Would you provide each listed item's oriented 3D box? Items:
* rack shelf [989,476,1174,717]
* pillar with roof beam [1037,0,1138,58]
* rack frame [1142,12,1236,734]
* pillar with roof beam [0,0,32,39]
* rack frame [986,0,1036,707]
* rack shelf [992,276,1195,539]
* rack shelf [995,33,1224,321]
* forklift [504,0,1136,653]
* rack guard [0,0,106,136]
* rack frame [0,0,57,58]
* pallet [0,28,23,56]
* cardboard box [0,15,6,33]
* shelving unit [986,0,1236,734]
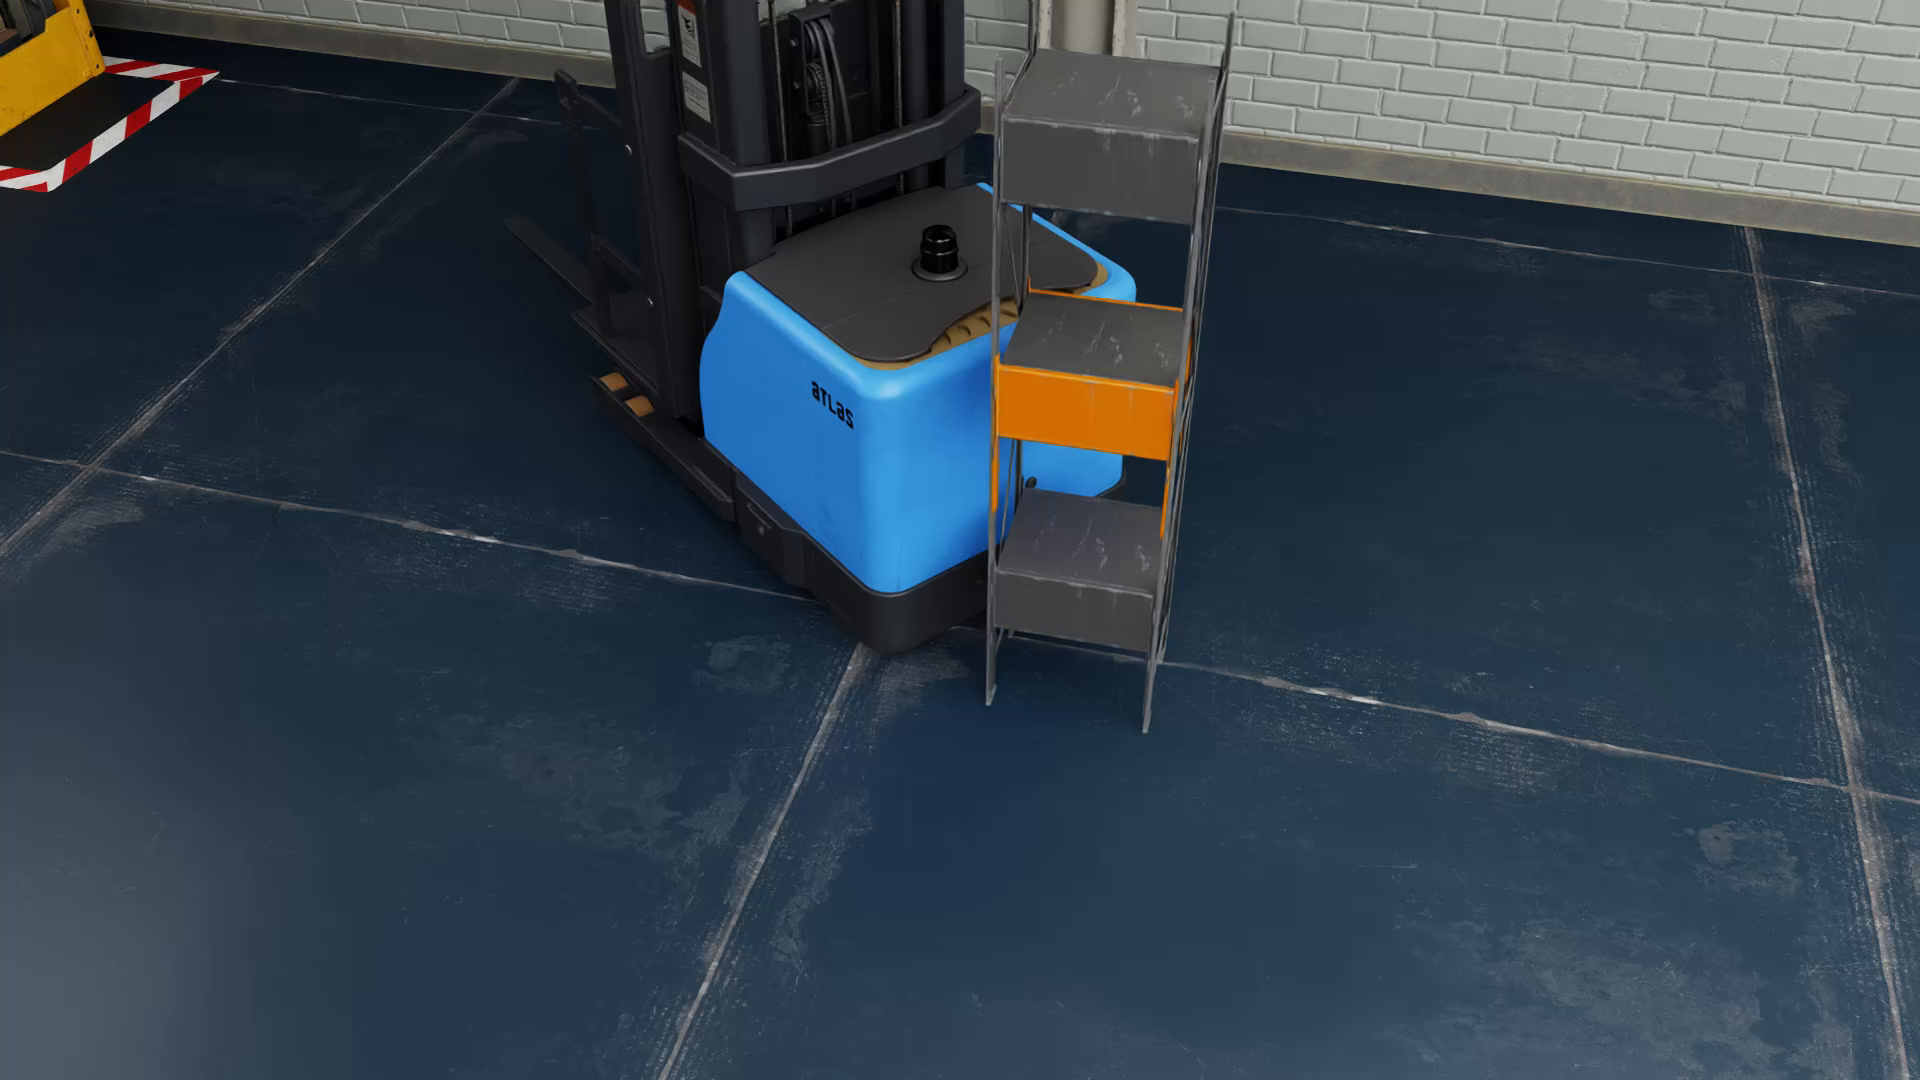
[{"bbox_3d":[0.371,0.169,5.026,0.480,0.518,0.431,9,41,11],"label":"rack shelf"},{"bbox_3d":[-0.536,-2.596,1.844,0.400,9.000,9.100,10,41,11],"label":"pillar with roof beam"},{"bbox_3d":[0.608,-0.340,4.522,0.015,2.100,0.400,9,41,11],"label":"rack frame"},{"bbox_3d":[-6.332,-3.593,3.032,0.400,9.000,9.100,10,41,11],"label":"pillar with roof beam"},{"bbox_3d":[0.134,-0.415,4.612,0.015,2.100,0.400,9,41,11],"label":"rack frame"},{"bbox_3d":[0.371,-0.367,4.576,0.480,0.518,0.431,9,41,11],"label":"rack shelf"},{"bbox_3d":[0.371,-0.903,4.126,0.480,0.518,0.431,9,41,11],"label":"rack shelf"},{"bbox_3d":[-0.740,-1.663,5.452,1.130,2.935,3.031,-26,47,-28],"label":"forklift"},{"bbox_3d":[-4.757,-2.334,8.140,0.348,0.500,1.175,10,41,11],"label":"rack guard"},{"bbox_3d":[-4.780,-3.295,7.341,0.127,3.000,1.000,10,41,11],"label":"rack frame"},{"bbox_3d":[-5.529,-2.328,8.358,1.213,0.211,1.003,10,41,11],"label":"pallet"},{"bbox_3d":[-5.204,-2.606,8.332,0.500,0.250,0.500,10,41,12],"label":"cardboard box"},{"bbox_3d":[0.371,-0.378,4.567,0.503,2.100,0.431,9,41,11],"label":"shelving unit"}]
